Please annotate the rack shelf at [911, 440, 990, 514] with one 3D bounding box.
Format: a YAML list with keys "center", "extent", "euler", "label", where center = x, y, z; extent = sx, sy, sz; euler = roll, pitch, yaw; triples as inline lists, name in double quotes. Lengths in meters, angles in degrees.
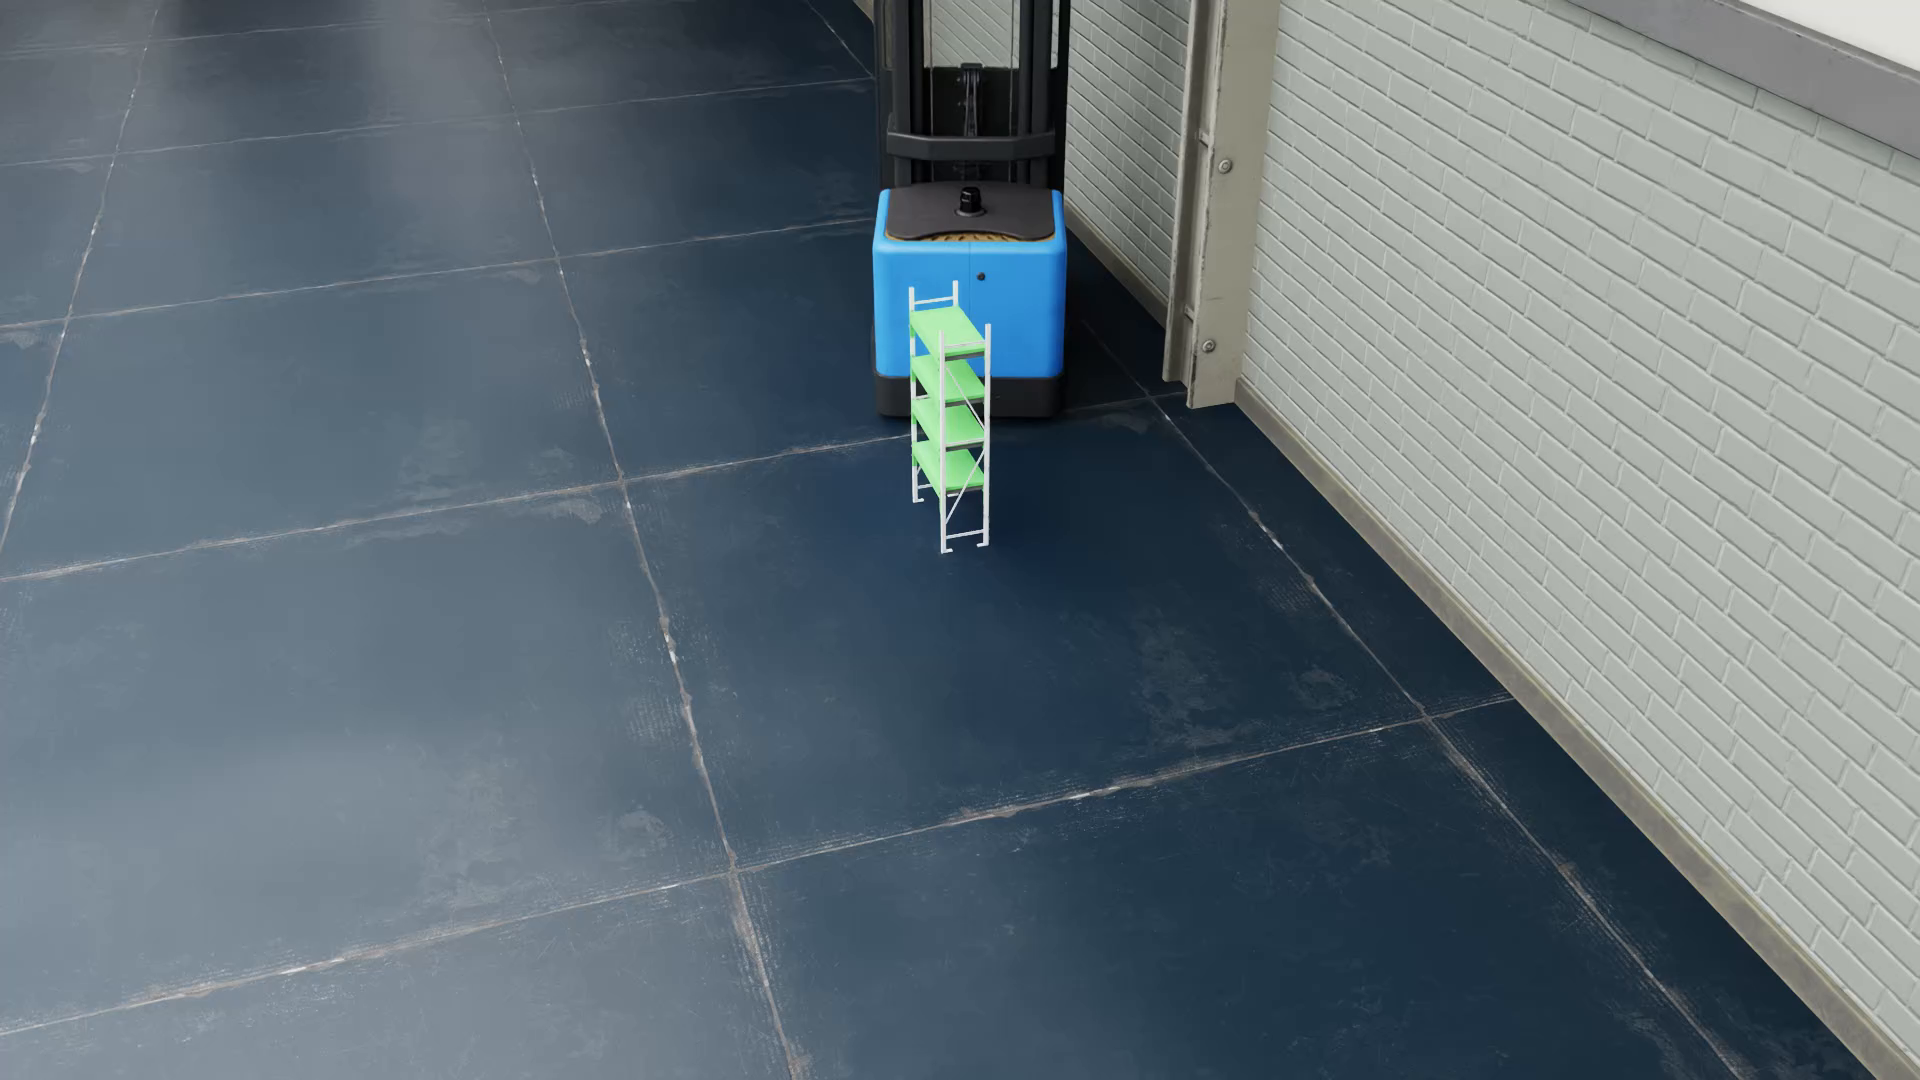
- center: [-0.051, -0.334, 8.218]
  extent: [0.258, 0.148, 0.480]
  euler: [-10, 35, -15]
  label: "rack shelf"

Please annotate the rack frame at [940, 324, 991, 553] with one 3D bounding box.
- center: [0.024, -0.459, 7.857]
  extent: [0.240, 1.200, 0.015]
  euler: [-10, 35, -15]
  label: "rack frame"

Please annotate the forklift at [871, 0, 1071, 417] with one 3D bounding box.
- center: [0.068, -2.676, 9.641]
  extent: [1.130, 2.935, 3.031]
  euler: [0, 33, 1]
  label: "forklift"

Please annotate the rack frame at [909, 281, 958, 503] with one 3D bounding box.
- center: [-0.125, -0.716, 8.245]
  extent: [0.240, 1.200, 0.015]
  euler: [-10, 35, -15]
  label: "rack frame"

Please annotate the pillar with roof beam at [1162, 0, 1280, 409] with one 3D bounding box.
- center: [-2.718, -3.898, 5.987]
  extent: [9.100, 9.000, 0.400]
  euler: [-10, 35, -15]
  label: "pillar with roof beam"

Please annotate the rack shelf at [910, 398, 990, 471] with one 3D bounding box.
- center: [-0.051, -0.534, 8.086]
  extent: [0.258, 0.148, 0.480]
  euler: [-10, 35, -15]
  label: "rack shelf"

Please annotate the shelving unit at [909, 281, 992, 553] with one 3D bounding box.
- center: [-0.051, -0.587, 8.051]
  extent: [0.258, 1.200, 0.503]
  euler: [-10, 35, -15]
  label: "shelving unit"

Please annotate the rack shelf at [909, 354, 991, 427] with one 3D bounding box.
- center: [-0.051, -0.734, 7.954]
  extent: [0.258, 0.148, 0.480]
  euler: [-10, 35, -15]
  label: "rack shelf"

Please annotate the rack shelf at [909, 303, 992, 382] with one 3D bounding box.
- center: [-0.051, -0.935, 7.821]
  extent: [0.258, 0.148, 0.480]
  euler: [-10, 35, -15]
  label: "rack shelf"

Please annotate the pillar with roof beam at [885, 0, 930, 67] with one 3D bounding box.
- center: [-4.548, -7.049, 10.754]
  extent: [9.100, 9.000, 0.400]
  euler: [-10, 35, -15]
  label: "pillar with roof beam"
